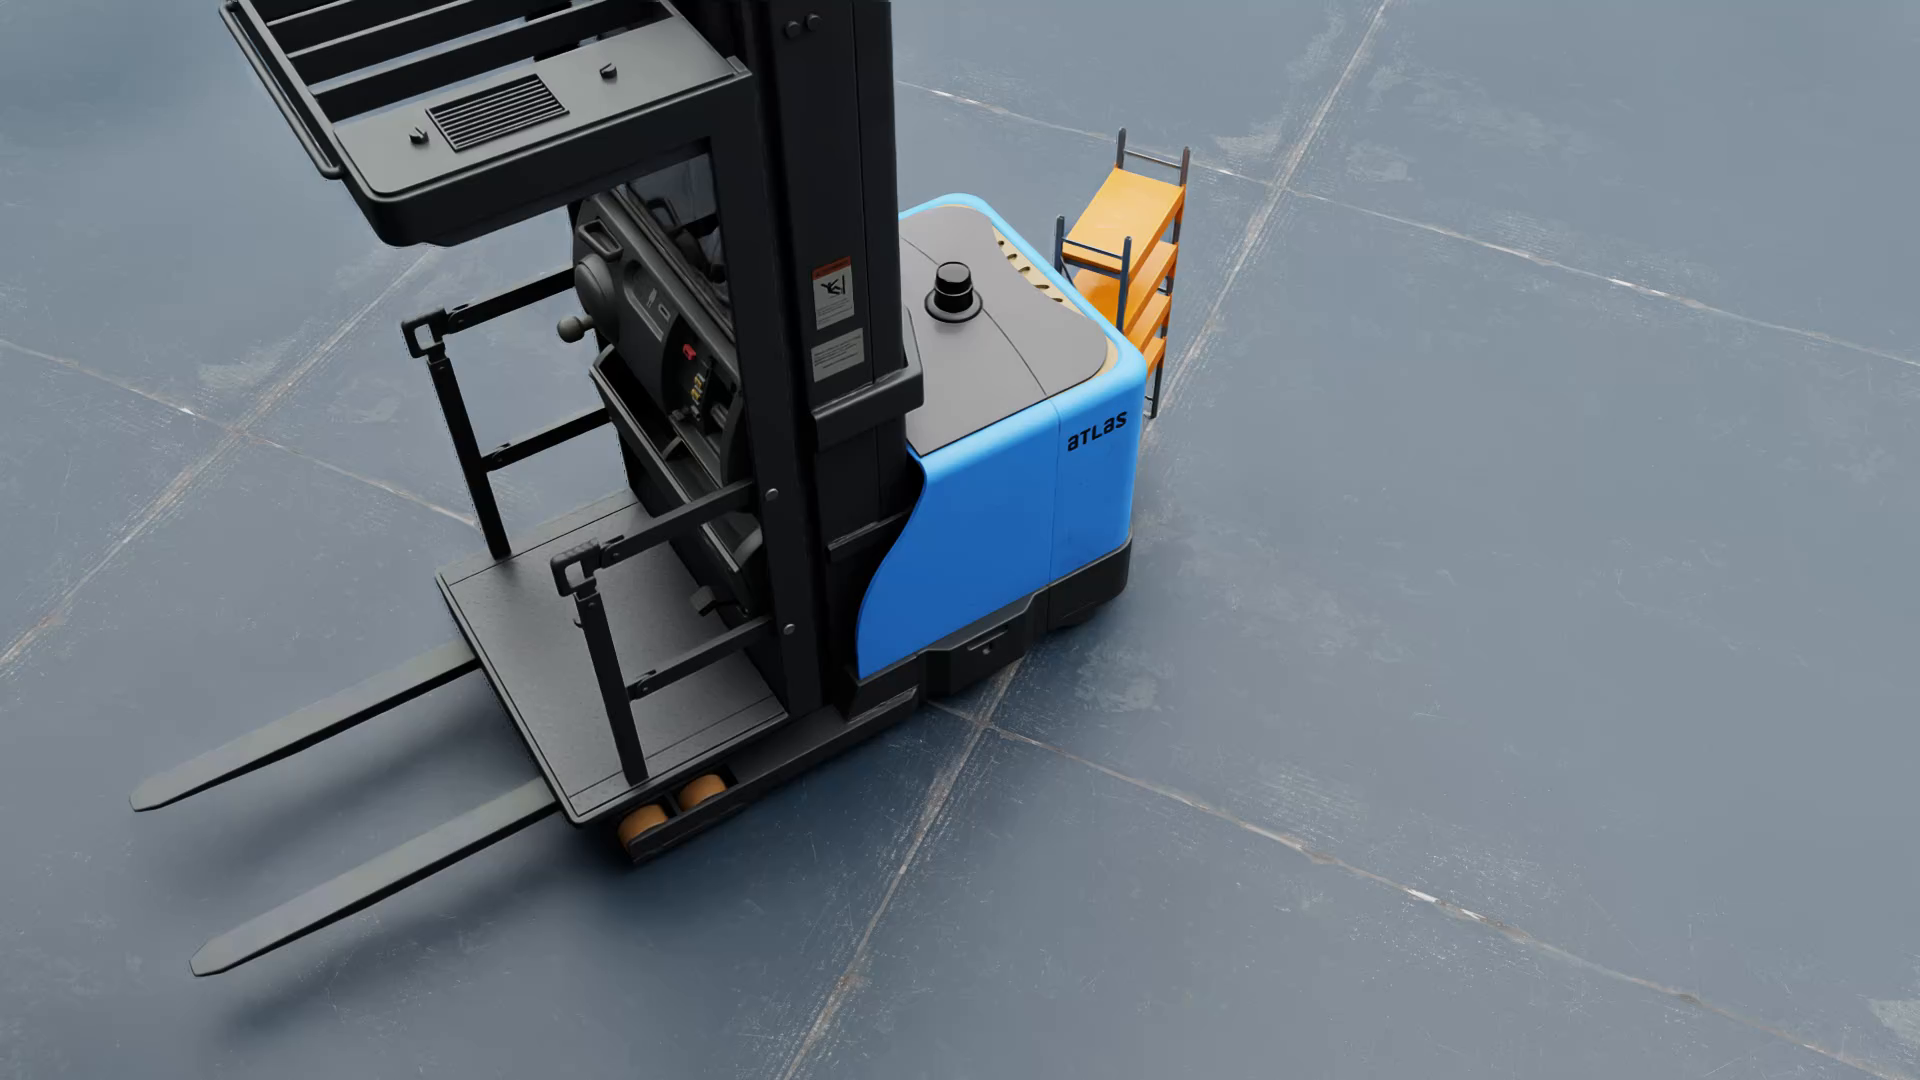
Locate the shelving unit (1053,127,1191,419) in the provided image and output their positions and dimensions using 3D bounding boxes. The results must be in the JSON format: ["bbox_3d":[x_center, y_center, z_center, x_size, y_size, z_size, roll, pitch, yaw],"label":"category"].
[{"bbox_3d":[0.509,-0.714,5.569,0.258,1.200,0.503,20,53,17],"label":"shelving unit"}]

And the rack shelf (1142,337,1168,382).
[{"bbox_3d":[0.509,-0.541,5.772,0.258,0.148,0.480,20,53,17],"label":"rack shelf"}]

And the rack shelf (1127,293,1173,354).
[{"bbox_3d":[0.509,-0.670,5.621,0.258,0.148,0.480,20,53,17],"label":"rack shelf"}]

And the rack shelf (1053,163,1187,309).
[{"bbox_3d":[0.509,-0.968,5.270,0.258,0.148,0.480,20,53,17],"label":"rack shelf"}]

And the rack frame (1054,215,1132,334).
[{"bbox_3d":[0.402,-0.547,5.427,0.240,1.200,0.015,20,53,17],"label":"rack frame"}]

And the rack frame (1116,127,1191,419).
[{"bbox_3d":[0.616,-0.880,5.711,0.240,1.200,0.015,20,53,17],"label":"rack frame"}]

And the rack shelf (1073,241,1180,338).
[{"bbox_3d":[0.509,-0.815,5.450,0.258,0.148,0.480,20,53,17],"label":"rack shelf"}]

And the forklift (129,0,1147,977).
[{"bbox_3d":[-0.958,-0.469,4.225,3.031,2.935,1.130,-26,54,-20],"label":"forklift"}]
